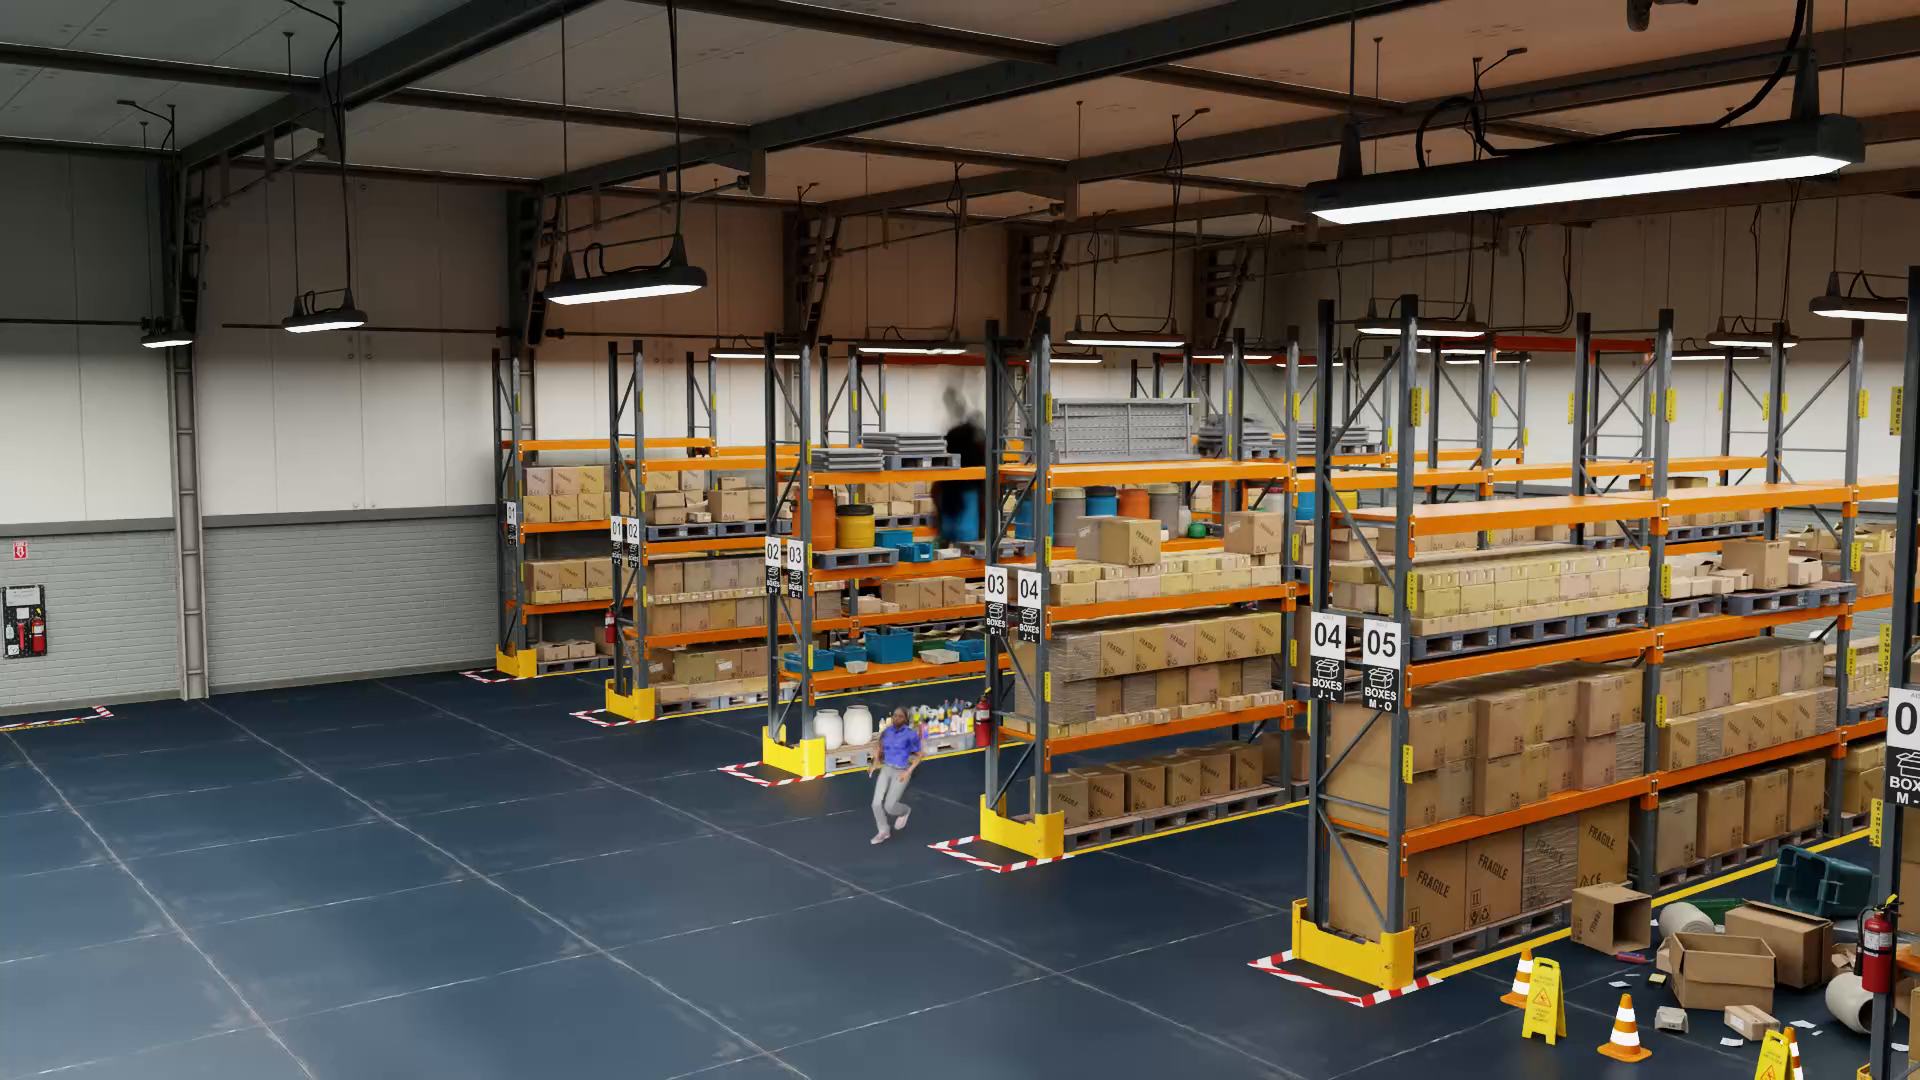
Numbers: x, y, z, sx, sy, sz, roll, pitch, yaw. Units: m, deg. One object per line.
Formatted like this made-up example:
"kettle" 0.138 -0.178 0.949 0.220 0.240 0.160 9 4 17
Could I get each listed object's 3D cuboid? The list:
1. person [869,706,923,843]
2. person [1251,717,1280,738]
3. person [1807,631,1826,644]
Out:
"person" -0.717 2.701 19.207 0.613 1.607 0.535 3 6 33
"person" 4.630 2.163 25.089 0.545 1.574 0.859 4 6 39
"person" 12.171 2.182 23.670 0.934 1.791 0.659 -4 6 -36
